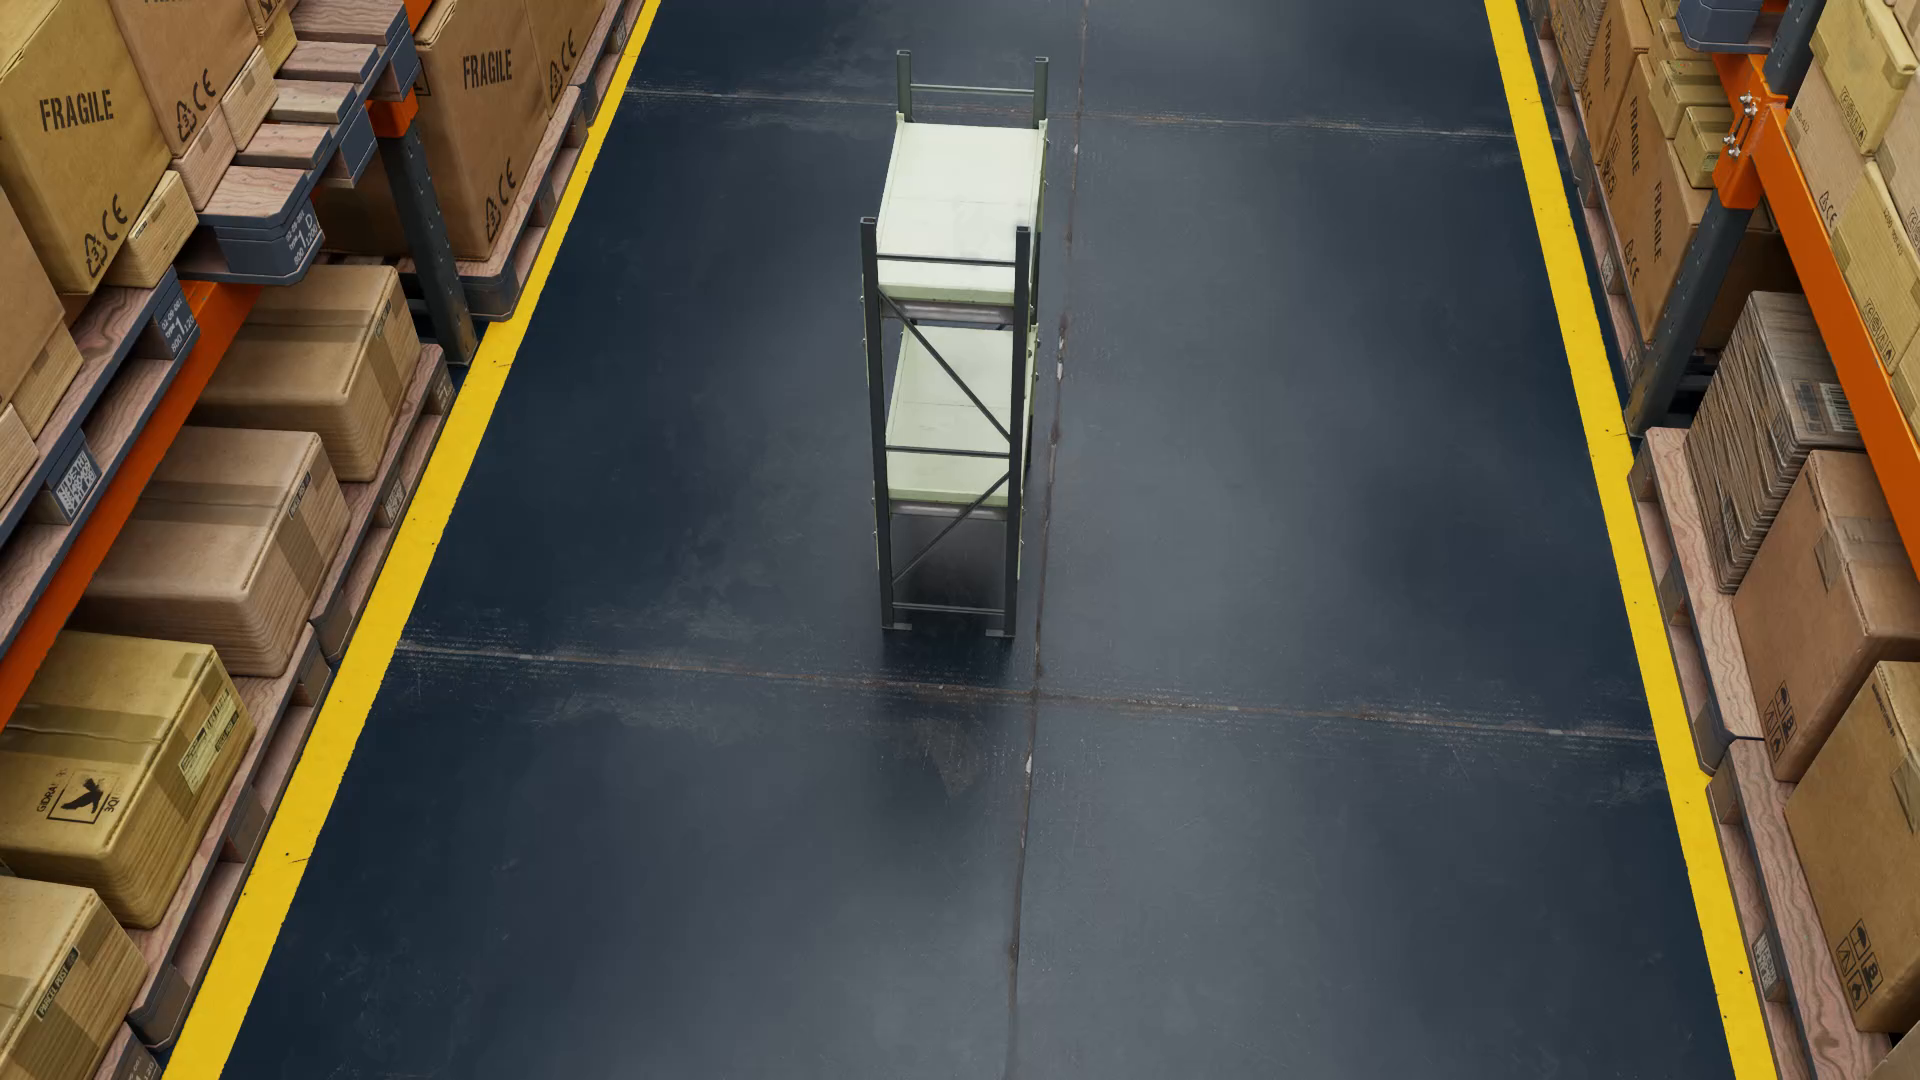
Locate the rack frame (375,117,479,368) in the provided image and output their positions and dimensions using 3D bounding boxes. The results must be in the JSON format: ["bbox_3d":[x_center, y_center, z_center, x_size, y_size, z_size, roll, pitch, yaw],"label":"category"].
[{"bbox_3d":[-2.205,-1.691,4.764,1.000,3.000,0.127,4,48,4],"label":"rack frame"}]

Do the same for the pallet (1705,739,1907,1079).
[{"bbox_3d":[2.511,1.077,4.122,1.003,0.211,1.213,4,48,4],"label":"pallet"}]

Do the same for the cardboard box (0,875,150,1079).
[{"bbox_3d":[-2.462,1.079,3.727,0.950,0.372,0.625,7,48,6],"label":"cardboard box"}]

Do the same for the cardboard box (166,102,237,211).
[{"bbox_3d":[-1.962,-0.917,3.942,0.380,0.149,0.250,2,48,2],"label":"cardboard box"}]

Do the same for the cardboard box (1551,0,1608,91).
[{"bbox_3d":[2.693,-2.118,6.564,0.500,0.500,0.500,2,48,2],"label":"cardboard box"}]

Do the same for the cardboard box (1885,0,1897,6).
[{"bbox_3d":[2.416,-1.399,3.989,0.380,0.149,0.250,5,48,5],"label":"cardboard box"}]

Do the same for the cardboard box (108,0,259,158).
[{"bbox_3d":[-2.005,-1.234,3.792,0.500,0.500,0.500,3,48,3],"label":"cardboard box"}]

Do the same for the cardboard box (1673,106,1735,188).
[{"bbox_3d":[2.532,-1.257,5.337,0.380,0.149,0.250,2,48,2],"label":"cardboard box"}]

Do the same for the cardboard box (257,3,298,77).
[{"bbox_3d":[-1.952,-1.290,4.283,0.380,0.149,0.250,5,48,4],"label":"cardboard box"}]

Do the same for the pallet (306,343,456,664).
[{"bbox_3d":[-2.277,-0.176,5.268,1.003,0.211,1.213,4,48,4],"label":"pallet"}]

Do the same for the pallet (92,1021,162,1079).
[{"bbox_3d":[-2.500,1.617,3.628,1.003,0.211,1.213,4,48,4],"label":"pallet"}]

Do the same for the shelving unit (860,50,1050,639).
[{"bbox_3d":[-0.001,-0.501,4.692,0.431,1.500,0.755,4,48,4],"label":"shelving unit"}]

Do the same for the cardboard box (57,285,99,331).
[{"bbox_3d":[-2.121,-0.538,3.595,0.380,0.149,0.250,4,48,4],"label":"cardboard box"}]

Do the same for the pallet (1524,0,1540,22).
[{"bbox_3d":[3.067,-2.758,7.630,1.003,0.211,1.213,4,48,4],"label":"pallet"}]

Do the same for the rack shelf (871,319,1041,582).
[{"bbox_3d":[-0.001,-0.281,4.933,0.431,0.370,0.720,4,48,4],"label":"rack shelf"}]

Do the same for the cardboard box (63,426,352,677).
[{"bbox_3d":[-2.325,0.011,4.703,0.950,0.372,0.625,3,48,3],"label":"cardboard box"}]

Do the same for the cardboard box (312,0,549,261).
[{"bbox_3d":[-2.059,-1.618,5.852,0.875,0.875,0.875,3,48,3],"label":"cardboard box"}]

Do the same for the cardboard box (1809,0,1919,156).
[{"bbox_3d":[2.430,-1.171,4.051,0.500,0.250,0.500,4,48,3],"label":"cardboard box"}]

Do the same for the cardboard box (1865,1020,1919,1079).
[{"bbox_3d":[2.489,1.285,3.367,0.875,0.625,0.625,3,48,3],"label":"cardboard box"}]

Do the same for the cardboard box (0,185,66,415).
[{"bbox_3d":[-2.101,-0.462,3.086,0.500,0.500,0.500,2,48,2],"label":"cardboard box"}]

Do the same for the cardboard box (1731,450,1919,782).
[{"bbox_3d":[2.617,0.237,4.325,0.875,0.625,0.625,5,48,5],"label":"cardboard box"}]

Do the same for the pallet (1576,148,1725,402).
[{"bbox_3d":[2.845,-0.965,5.990,1.003,0.211,1.213,4,48,4],"label":"pallet"}]

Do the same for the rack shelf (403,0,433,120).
[{"bbox_3d":[-2.022,-2.918,6.374,1.077,0.370,4.000,4,48,4],"label":"rack shelf"}]

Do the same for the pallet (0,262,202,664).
[{"bbox_3d":[-2.344,-0.169,3.502,1.003,0.211,1.213,4,48,4],"label":"pallet"}]

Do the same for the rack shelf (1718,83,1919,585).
[{"bbox_3d":[2.557,0.352,3.383,1.077,0.370,4.000,4,48,4],"label":"rack shelf"}]

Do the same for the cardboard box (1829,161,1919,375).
[{"bbox_3d":[2.404,-0.631,3.896,0.500,0.250,0.500,3,48,3],"label":"cardboard box"}]

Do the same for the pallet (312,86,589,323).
[{"bbox_3d":[-2.058,-1.325,6.318,1.003,0.211,1.213,4,48,4],"label":"pallet"}]

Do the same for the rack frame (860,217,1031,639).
[{"bbox_3d":[-0.034,-0.232,4.446,0.400,1.500,0.023,4,48,4],"label":"rack frame"}]

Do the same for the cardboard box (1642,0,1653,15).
[{"bbox_3d":[2.685,-2.025,6.039,0.380,0.149,0.250,3,48,3],"label":"cardboard box"}]

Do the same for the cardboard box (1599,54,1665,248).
[{"bbox_3d":[2.619,-1.351,5.862,0.500,0.500,0.500,3,48,3],"label":"cardboard box"}]

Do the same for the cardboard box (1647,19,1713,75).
[{"bbox_3d":[2.594,-1.651,5.697,0.380,0.149,0.250,2,48,2],"label":"cardboard box"}]

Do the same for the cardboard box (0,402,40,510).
[{"bbox_3d":[-2.058,-0.150,3.240,0.380,0.149,0.250,6,48,5],"label":"cardboard box"}]
